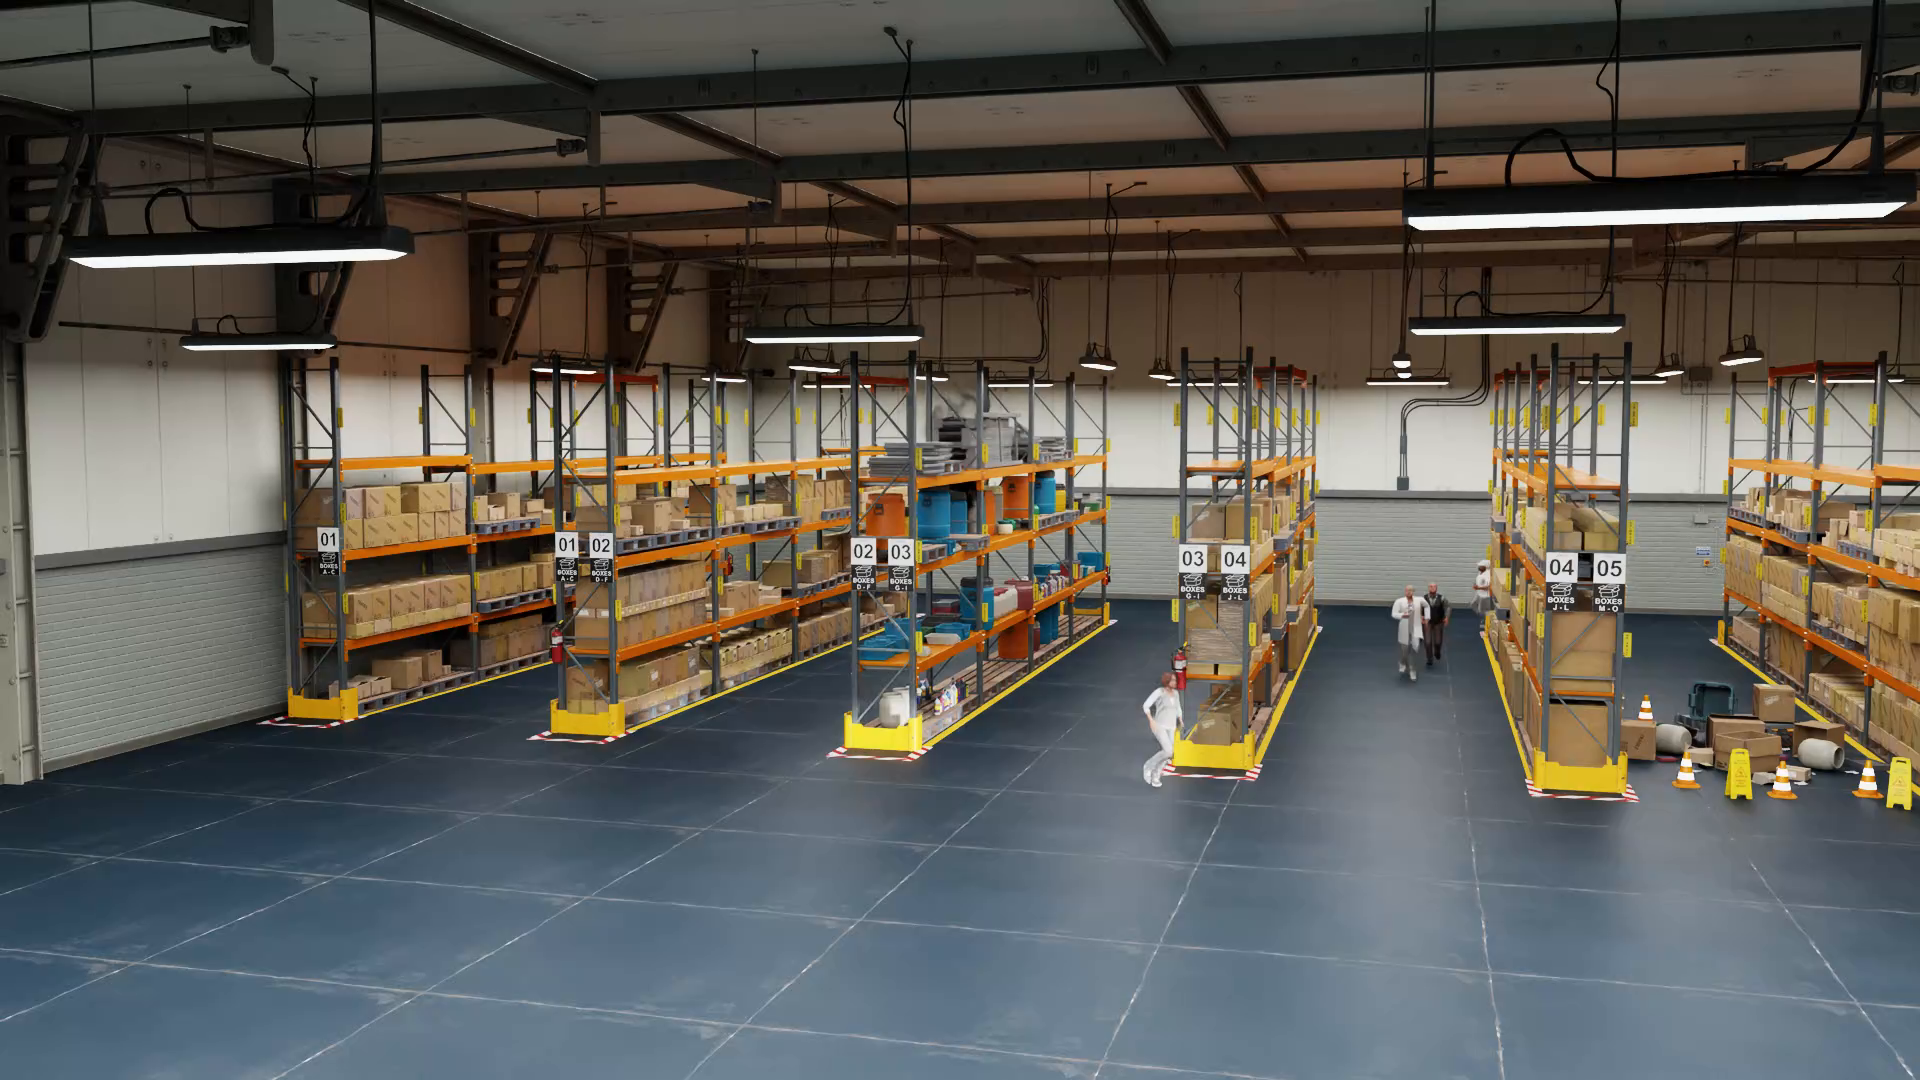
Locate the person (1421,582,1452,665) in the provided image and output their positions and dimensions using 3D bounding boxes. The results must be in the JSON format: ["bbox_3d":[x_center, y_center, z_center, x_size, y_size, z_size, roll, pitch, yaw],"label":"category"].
[{"bbox_3d":[9.576,1.693,33.659,0.707,1.678,0.609,1,4,17],"label":"person"}]

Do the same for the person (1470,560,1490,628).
[{"bbox_3d":[12.367,1.289,39.232,0.588,1.672,0.801,0,4,4],"label":"person"}]

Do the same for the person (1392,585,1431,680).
[{"bbox_3d":[8.688,1.769,32.046,0.730,1.827,0.978,1,4,15],"label":"person"}]

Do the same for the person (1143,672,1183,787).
[{"bbox_3d":[2.817,2.571,22.600,0.539,1.547,0.505,-3,5,-36],"label":"person"}]
